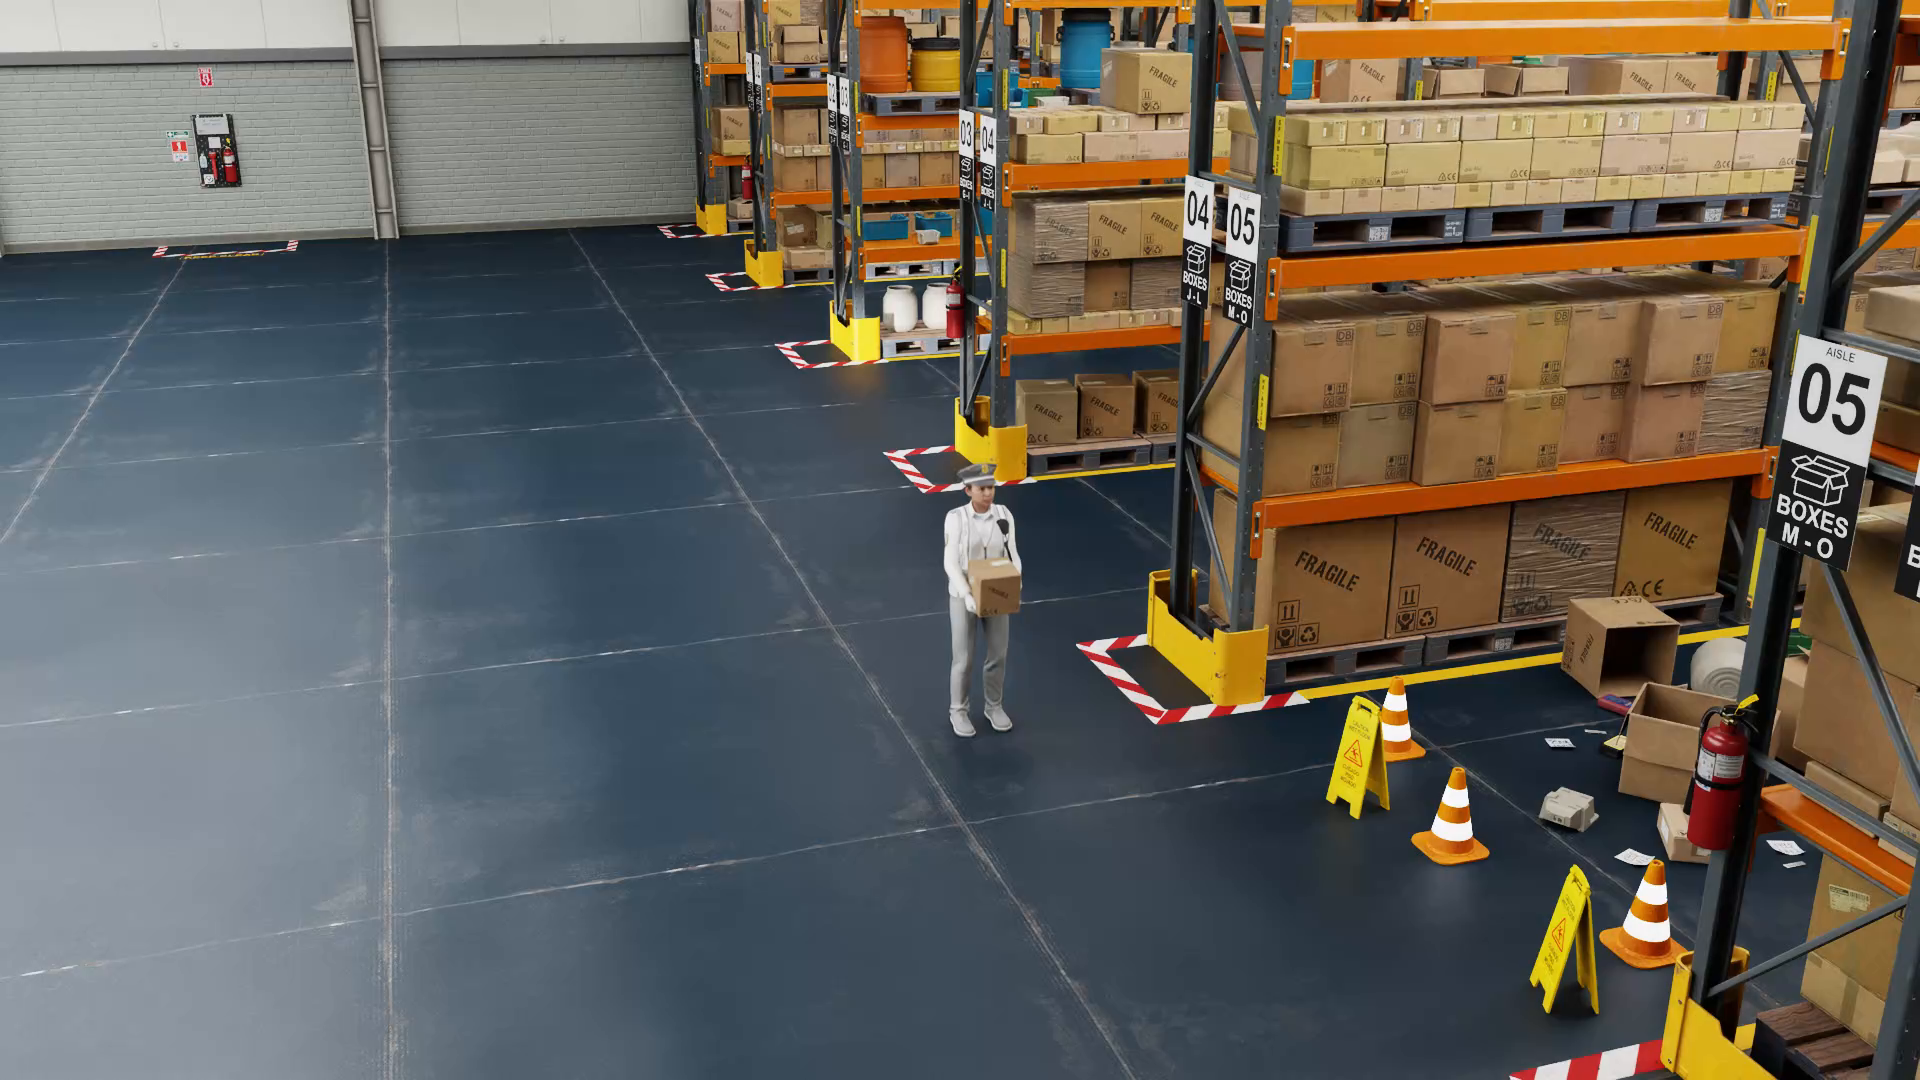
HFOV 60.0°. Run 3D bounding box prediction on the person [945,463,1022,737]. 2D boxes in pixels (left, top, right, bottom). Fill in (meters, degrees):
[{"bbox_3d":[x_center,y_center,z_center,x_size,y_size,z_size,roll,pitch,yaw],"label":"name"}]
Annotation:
[{"bbox_3d":[0.139,0.367,9.987,0.459,1.686,0.563,-6,20,-16],"label":"person"}]
